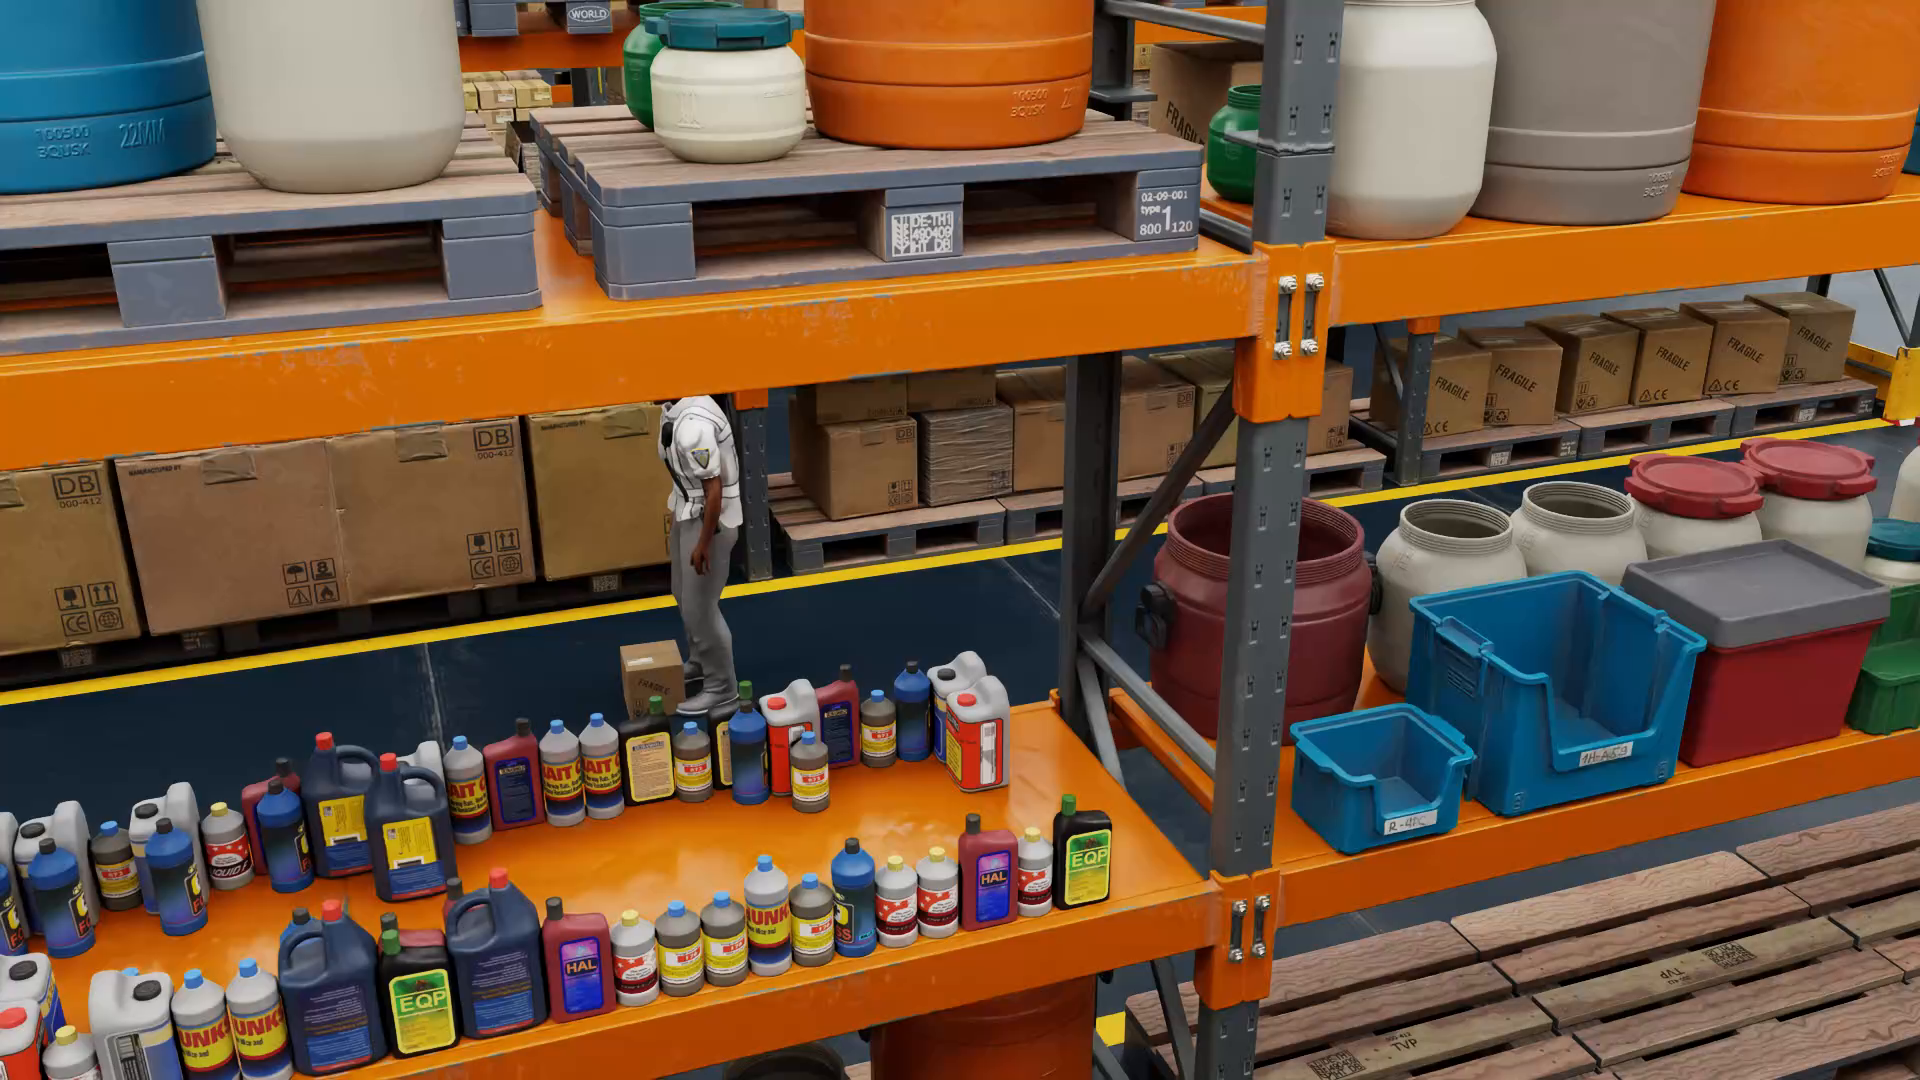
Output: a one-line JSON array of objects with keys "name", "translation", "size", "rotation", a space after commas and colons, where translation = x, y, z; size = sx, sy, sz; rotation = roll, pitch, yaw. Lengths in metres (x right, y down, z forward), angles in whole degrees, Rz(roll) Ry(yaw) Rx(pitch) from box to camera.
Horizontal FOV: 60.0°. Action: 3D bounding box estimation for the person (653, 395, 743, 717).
[{"name": "person", "translation": [-1.157, -0.059, 7.238], "size": [0.400, 1.657, 0.517], "rotation": [-9, 24, -20]}]
